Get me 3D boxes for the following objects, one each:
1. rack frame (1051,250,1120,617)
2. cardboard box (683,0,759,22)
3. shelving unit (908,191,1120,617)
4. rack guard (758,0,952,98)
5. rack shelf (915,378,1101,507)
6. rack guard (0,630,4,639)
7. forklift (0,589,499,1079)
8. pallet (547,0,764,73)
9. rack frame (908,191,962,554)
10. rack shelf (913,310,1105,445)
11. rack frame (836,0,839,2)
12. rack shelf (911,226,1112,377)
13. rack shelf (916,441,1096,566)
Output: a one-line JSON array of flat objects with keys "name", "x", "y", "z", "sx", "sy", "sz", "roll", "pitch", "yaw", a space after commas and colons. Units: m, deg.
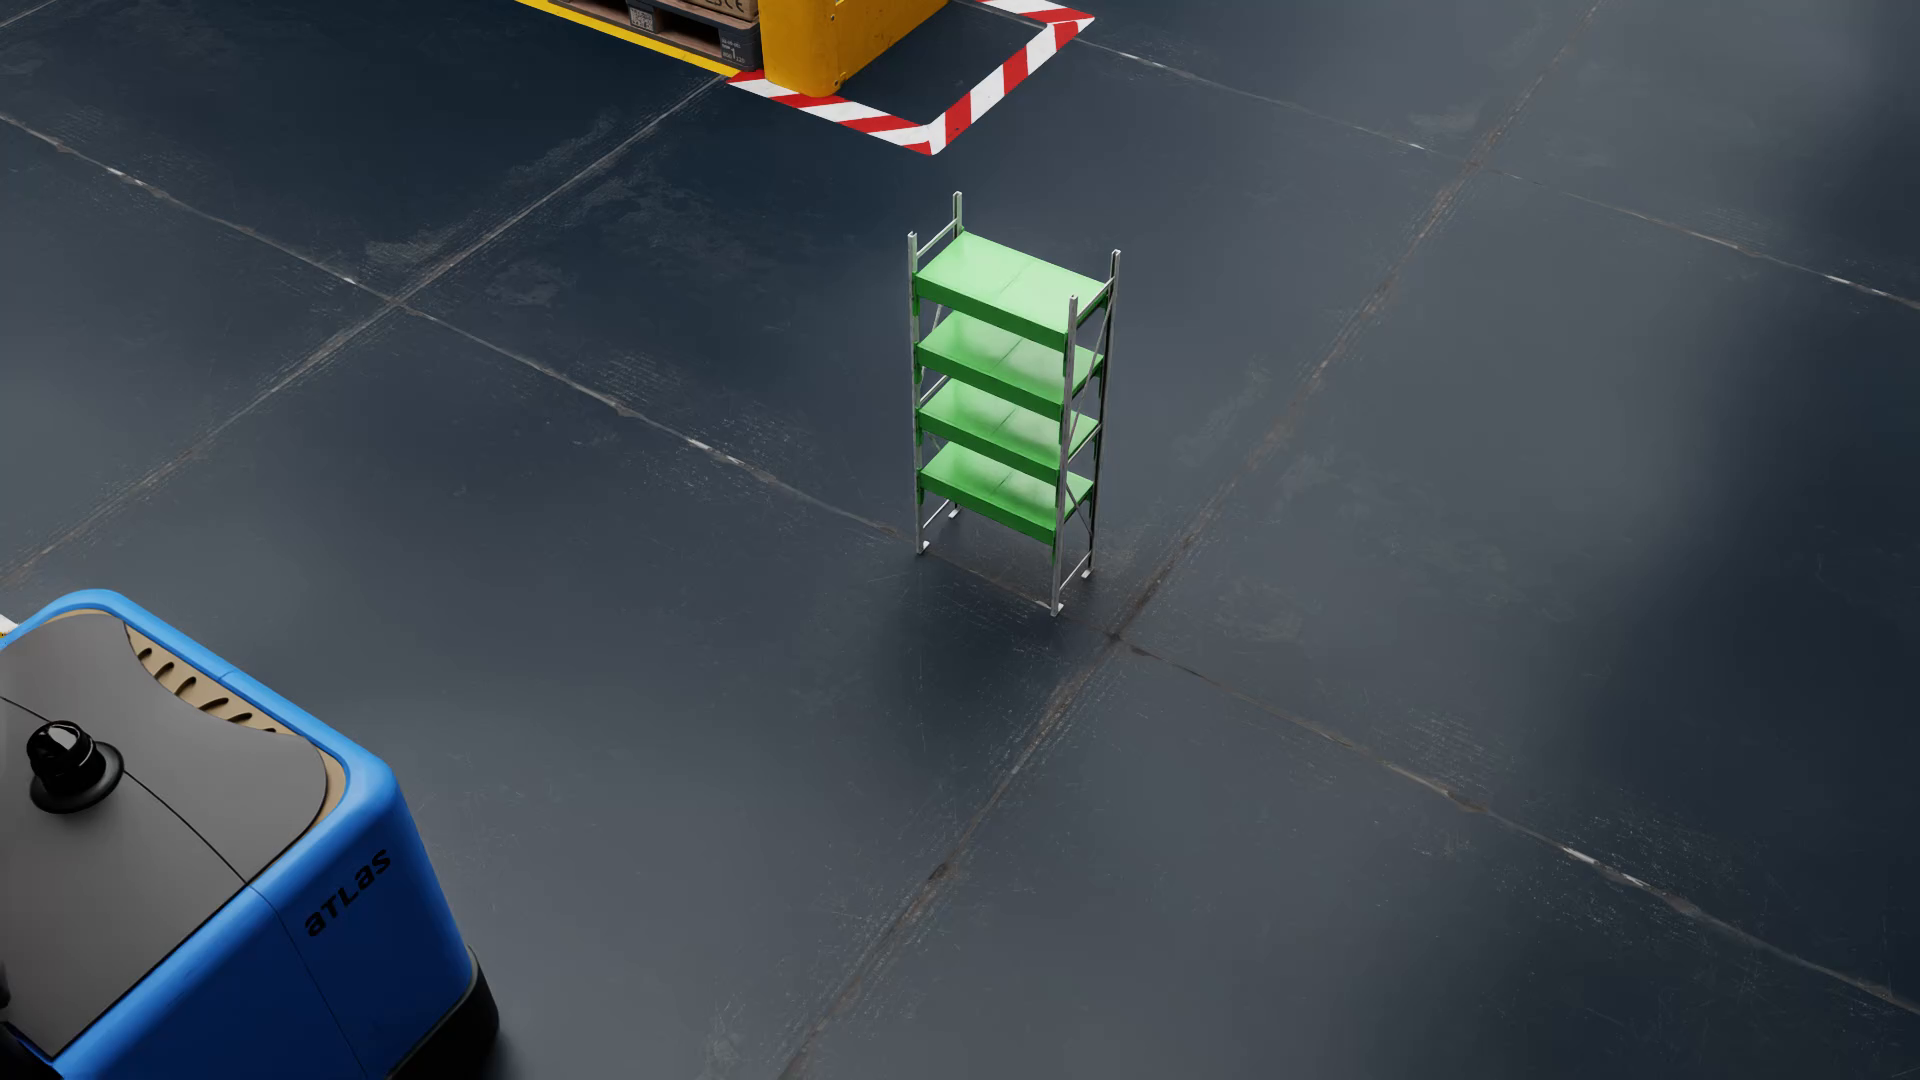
[{"name": "rack frame", "x": 0.345, "y": -0.260, "z": 4.666, "sx": 0.015, "sy": 1.200, "sz": 0.240, "roll": 25, "pitch": 51, "yaw": 22}, {"name": "cardboard box", "x": -1.040, "y": -2.786, "z": 7.359, "sx": 0.875, "sy": 0.438, "sz": 0.875, "roll": 23, "pitch": 50, "yaw": 21}, {"name": "shelving unit", "x": 0.139, "y": -0.354, "z": 4.757, "sx": 0.503, "sy": 1.200, "sz": 0.258, "roll": 25, "pitch": 51, "yaw": 22}, {"name": "rack guard", "x": -0.410, "y": -2.457, "z": 7.288, "sx": 0.348, "sy": 0.500, "sz": 1.175, "roll": 25, "pitch": 51, "yaw": 22}, {"name": "rack shelf", "x": 0.139, "y": -0.310, "z": 4.803, "sx": 0.480, "sy": 0.148, "sz": 0.258, "roll": 25, "pitch": 51, "yaw": 22}, {"name": "rack guard", "x": -3.171, "y": 0.503, "z": 4.413, "sx": 0.348, "sy": 0.500, "sz": 1.175, "roll": 25, "pitch": 51, "yaw": 22}, {"name": "forklift", "x": -2.343, "y": 0.882, "z": 2.349, "sx": 1.130, "sy": 2.935, "sz": 3.031, "roll": 25, "pitch": 51, "yaw": 23}, {"name": "pallet", "x": -1.146, "y": -2.627, "z": 7.656, "sx": 1.213, "sy": 0.211, "sz": 1.003, "roll": 25, "pitch": 51, "yaw": 22}, {"name": "rack frame", "x": -0.066, "y": -0.449, "z": 4.849, "sx": 0.015, "sy": 1.200, "sz": 0.240, "roll": 25, "pitch": 51, "yaw": 22}, {"name": "rack shelf", "x": 0.139, "y": -0.477, "z": 4.631, "sx": 0.480, "sy": 0.148, "sz": 0.258, "roll": 25, "pitch": 51, "yaw": 22}, {"name": "rack frame", "x": -0.430, "y": -3.337, "z": 6.401, "sx": 0.127, "sy": 3.000, "sz": 1.000, "roll": 25, "pitch": 51, "yaw": 22}, {"name": "rack shelf", "x": 0.139, "y": -0.644, "z": 4.459, "sx": 0.480, "sy": 0.148, "sz": 0.258, "roll": 25, "pitch": 51, "yaw": 22}, {"name": "rack shelf", "x": 0.139, "y": -0.142, "z": 4.975, "sx": 0.480, "sy": 0.148, "sz": 0.258, "roll": 25, "pitch": 51, "yaw": 22}]
